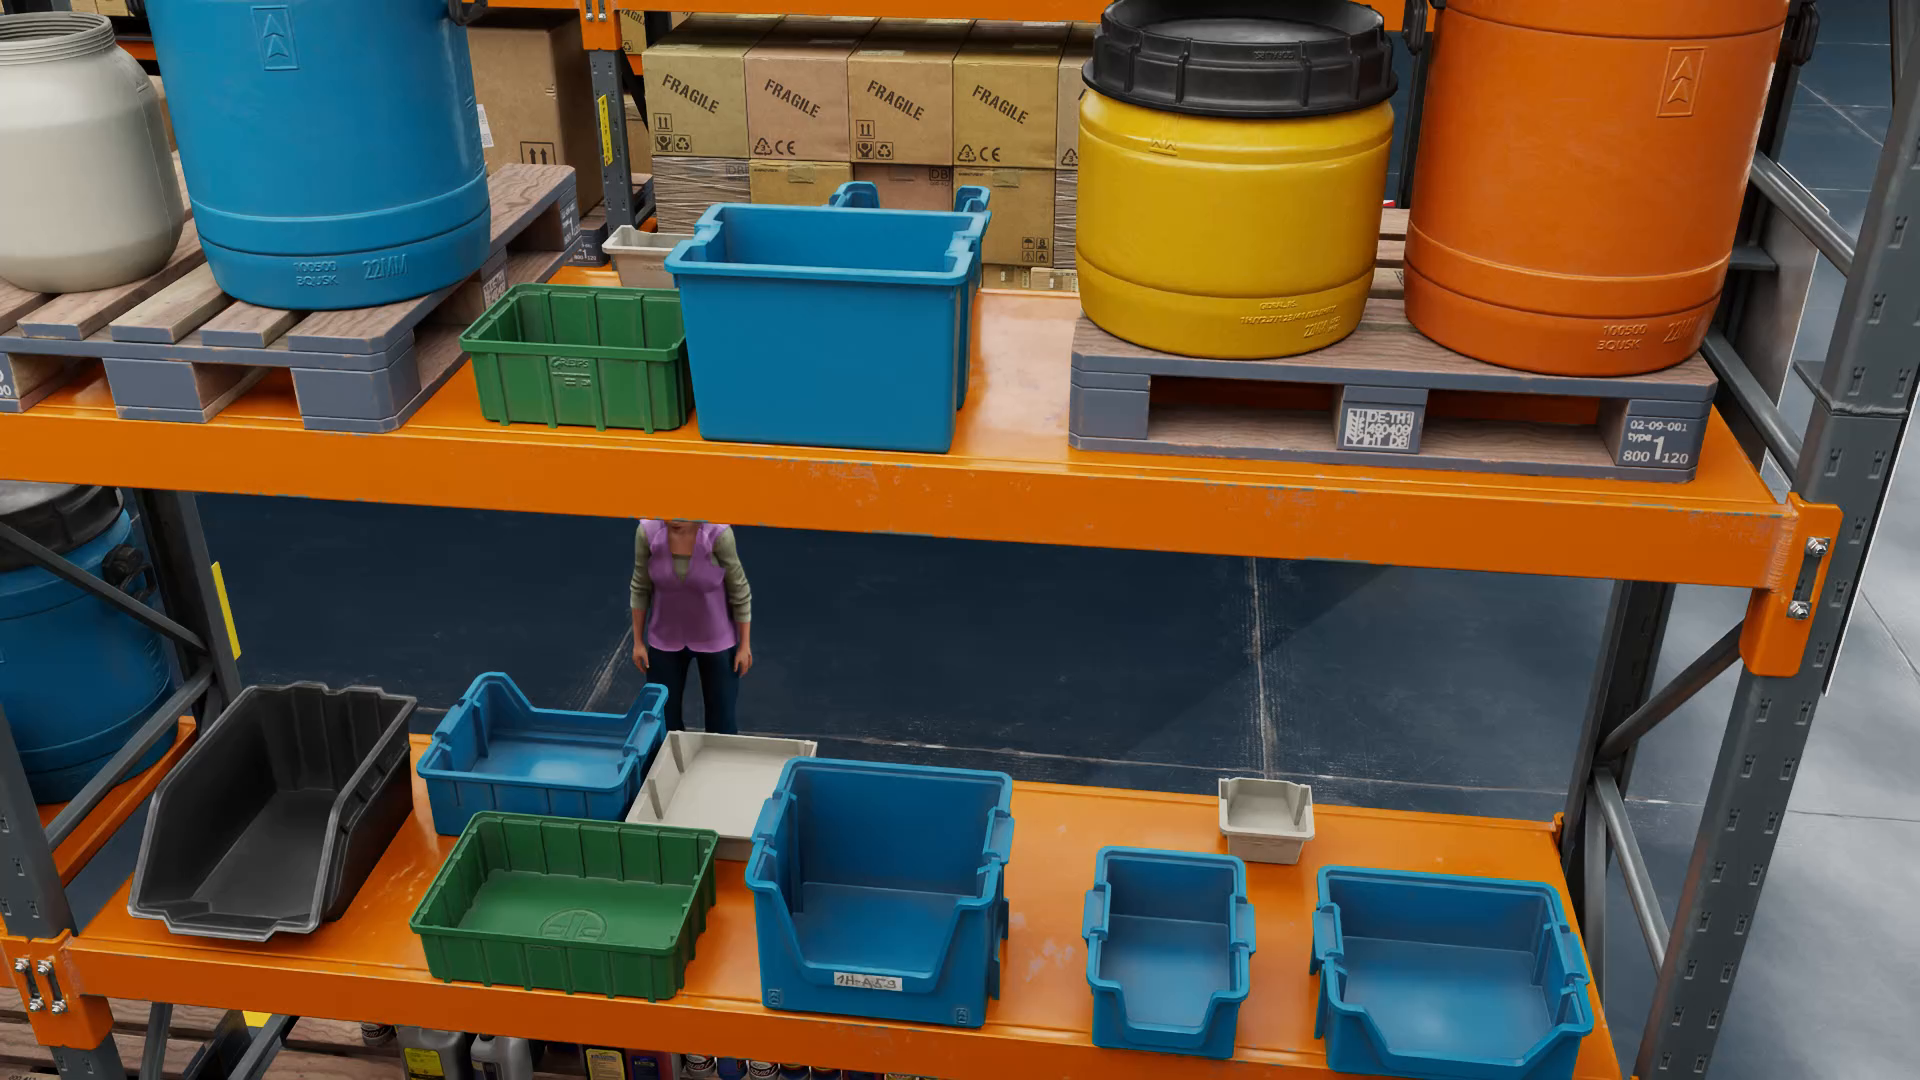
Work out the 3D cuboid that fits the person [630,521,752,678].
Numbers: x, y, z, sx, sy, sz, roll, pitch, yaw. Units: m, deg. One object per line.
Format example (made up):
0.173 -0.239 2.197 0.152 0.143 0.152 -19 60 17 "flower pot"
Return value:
-1.033 0.412 6.386 0.484 1.592 0.330 2 29 3 "person"
